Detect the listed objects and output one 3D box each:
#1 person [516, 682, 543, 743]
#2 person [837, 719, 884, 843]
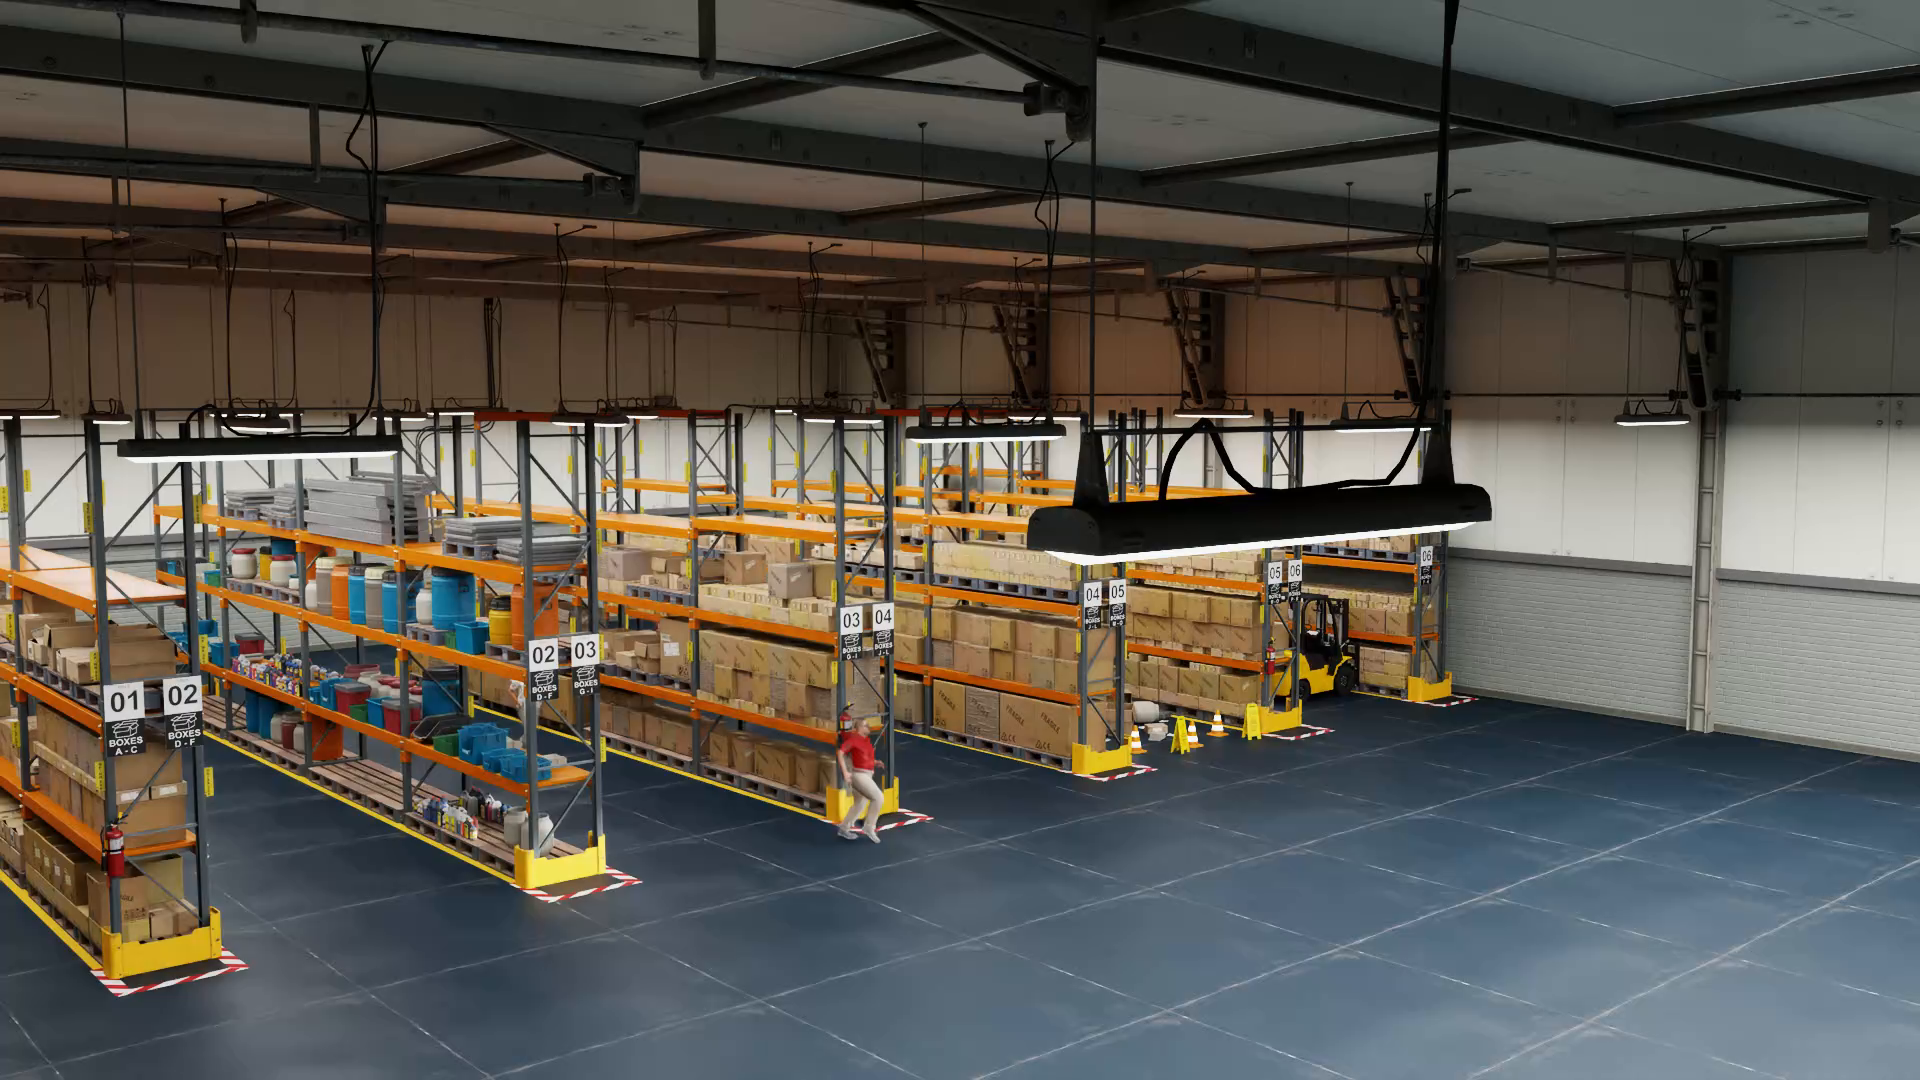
[{"bbox_3d":[-7.550,3.021,29.061,0.453,1.367,0.656,-5,7,-45],"label":"person"},{"bbox_3d":[-1.390,3.416,23.663,0.662,1.680,0.660,1,5,11],"label":"person"}]
